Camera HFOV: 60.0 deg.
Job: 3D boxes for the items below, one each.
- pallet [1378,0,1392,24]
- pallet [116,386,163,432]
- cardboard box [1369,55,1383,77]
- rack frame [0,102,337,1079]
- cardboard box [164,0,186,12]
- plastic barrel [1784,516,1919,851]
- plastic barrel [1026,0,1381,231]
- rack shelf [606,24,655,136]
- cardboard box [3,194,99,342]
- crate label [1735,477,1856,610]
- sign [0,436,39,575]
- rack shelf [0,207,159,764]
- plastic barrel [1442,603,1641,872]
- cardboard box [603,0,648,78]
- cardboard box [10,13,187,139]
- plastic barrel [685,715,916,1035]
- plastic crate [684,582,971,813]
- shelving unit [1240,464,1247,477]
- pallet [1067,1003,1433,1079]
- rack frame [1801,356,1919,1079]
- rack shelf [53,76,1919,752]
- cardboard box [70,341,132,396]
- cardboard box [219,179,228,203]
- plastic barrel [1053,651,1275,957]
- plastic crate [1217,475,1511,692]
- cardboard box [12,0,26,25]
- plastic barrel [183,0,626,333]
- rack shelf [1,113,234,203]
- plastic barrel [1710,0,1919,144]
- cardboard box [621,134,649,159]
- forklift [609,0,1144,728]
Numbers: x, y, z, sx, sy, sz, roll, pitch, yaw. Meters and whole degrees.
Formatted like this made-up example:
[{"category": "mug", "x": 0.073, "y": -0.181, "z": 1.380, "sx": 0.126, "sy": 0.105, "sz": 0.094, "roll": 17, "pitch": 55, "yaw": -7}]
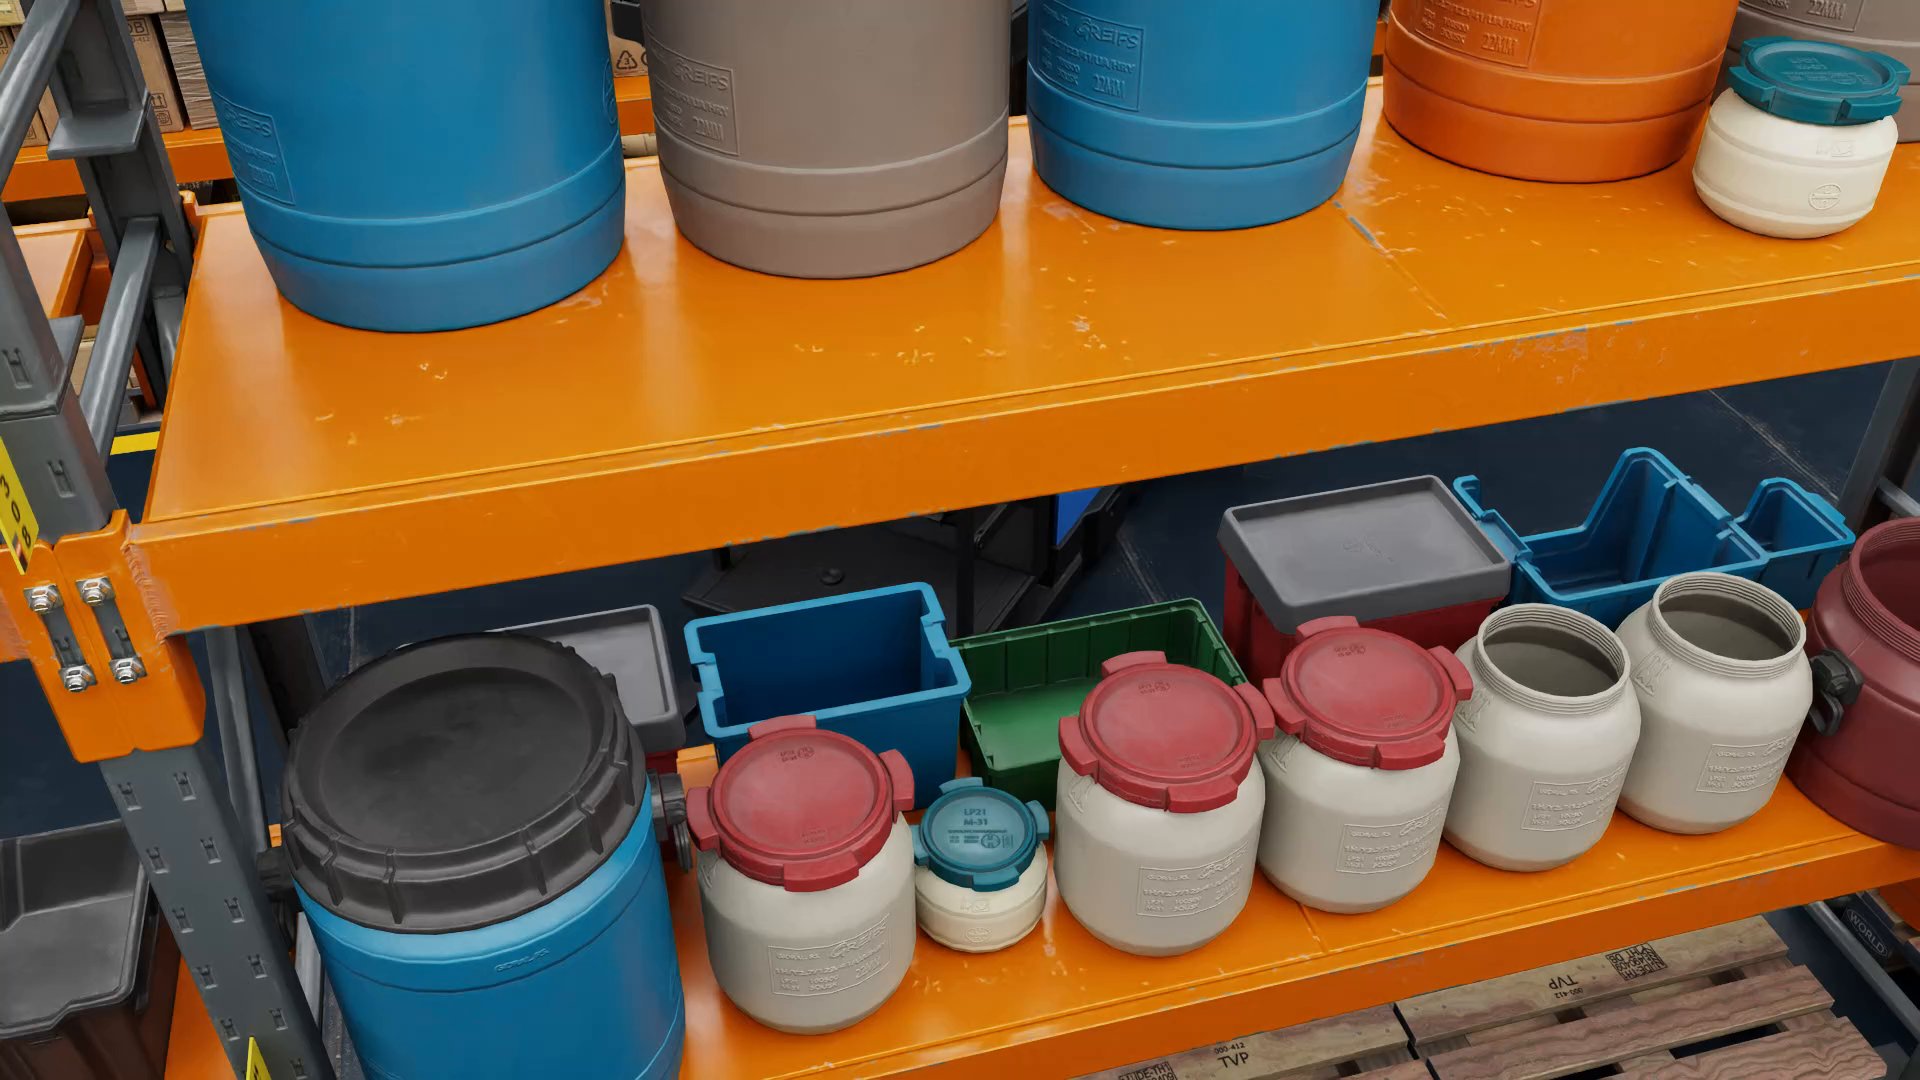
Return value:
[{"category": "pallet", "x": 1.929, "y": -2.856, "z": 8.173, "sx": 1.003, "sy": 0.211, "sz": 1.213, "roll": -9, "pitch": 38, "yaw": -12}, {"category": "pallet", "x": -3.347, "y": -0.941, "z": 7.806, "sx": 1.213, "sy": 0.211, "sz": 1.003, "roll": -9, "pitch": 38, "yaw": -12}, {"category": "cardboard box", "x": 2.188, "y": -2.561, "z": 8.707, "sx": 0.500, "sy": 0.250, "sz": 0.500, "roll": -8, "pitch": 38, "yaw": -10}, {"category": "rack frame", "x": -1.281, "y": 0.756, "z": 3.293, "sx": 0.127, "sy": 3.000, "sz": 1.000, "roll": -9, "pitch": 38, "yaw": -12}, {"category": "cardboard box", "x": -3.014, "y": -2.241, "z": 6.594, "sx": 0.250, "sy": 0.149, "sz": 0.380, "roll": -10, "pitch": 39, "yaw": -13}, {"category": "plastic barrel", "x": 2.212, "y": 0.320, "z": 3.751, "sx": 0.708, "sy": 0.536, "sz": 0.600, "roll": -9, "pitch": 38, "yaw": -12}, {"category": "plastic barrel", "x": 0.417, "y": -1.050, "z": 2.772, "sx": 0.708, "sy": 0.901, "sz": 0.600, "roll": -9, "pitch": 38, "yaw": -12}, {"category": "rack shelf", "x": -0.638, "y": -2.181, "z": 7.724, "sx": 4.000, "sy": 0.370, "sz": 1.077, "roll": -9, "pitch": 38, "yaw": -12}, {"category": "cardboard box", "x": -3.927, "y": -1.167, "z": 7.107, "sx": 0.500, "sy": 0.500, "sz": 0.500, "roll": -9, "pitch": 38, "yaw": -12}, {"category": "crate label", "x": 2.077, "y": 0.036, "z": 4.372, "sx": 0.416, "sy": 0.233, "sz": 0.303, "roll": -9, "pitch": 38, "yaw": -12}, {"category": "sign", "x": -1.148, "y": -0.114, "z": 1.955, "sx": 0.005, "sy": 0.325, "sz": 0.100, "roll": -9, "pitch": 38, "yaw": -12}, {"category": "rack shelf", "x": -3.211, "y": 0.167, "z": 2.186, "sx": 4.000, "sy": 0.370, "sz": 1.077, "roll": -9, "pitch": 38, "yaw": -12}, {"category": "plastic barrel", "x": 1.237, "y": 0.433, "z": 3.623, "sx": 0.421, "sy": 0.512, "sz": 0.421, "roll": 0, "pitch": 37, "yaw": 0}, {"category": "cardboard box", "x": -1.314, "y": -2.385, "z": 7.317, "sx": 0.500, "sy": 0.500, "sz": 0.500, "roll": -7, "pitch": 38, "yaw": -9}, {"category": "cardboard box", "x": -3.503, "y": -2.028, "z": 6.850, "sx": 0.500, "sy": 0.500, "sz": 0.700, "roll": -10, "pitch": 38, "yaw": -12}, {"category": "plastic barrel", "x": -0.300, "y": 0.679, "z": 3.281, "sx": 0.433, "sy": 0.535, "sz": 0.433, "roll": 0, "pitch": 37, "yaw": 0}, {"category": "plastic crate", "x": -0.297, "y": 0.405, "z": 3.765, "sx": 0.575, "sy": 0.384, "sz": 0.392, "roll": -9, "pitch": 38, "yaw": -12}, {"category": "shelving unit", "x": 1.034, "y": -1.267, "z": 6.679, "sx": 0.503, "sy": 2.100, "sz": 0.431, "roll": 12, "pitch": 39, "yaw": 15}, {"category": "pallet", "x": 0.647, "y": 1.521, "z": 4.588, "sx": 1.213, "sy": 0.211, "sz": 1.003, "roll": -9, "pitch": 38, "yaw": -12}, {"category": "rack frame", "x": 2.581, "y": 0.122, "z": 4.121, "sx": 0.127, "sy": 3.000, "sz": 1.000, "roll": -9, "pitch": 38, "yaw": -12}, {"category": "rack shelf", "x": 0.650, "y": -0.466, "z": 3.014, "sx": 4.000, "sy": 0.370, "sz": 1.077, "roll": -9, "pitch": 38, "yaw": -12}, {"category": "cardboard box", "x": -3.923, "y": -0.862, "z": 7.325, "sx": 0.500, "sy": 0.250, "sz": 0.500, "roll": -9, "pitch": 38, "yaw": -12}, {"category": "cardboard box", "x": -3.578, "y": -1.549, "z": 7.606, "sx": 0.500, "sy": 0.500, "sz": 0.500, "roll": -9, "pitch": 38, "yaw": -12}, {"category": "plastic barrel", "x": 0.408, "y": 0.563, "z": 3.433, "sx": 0.433, "sy": 0.535, "sz": 0.433, "roll": 0, "pitch": 37, "yaw": 0}, {"category": "plastic crate", "x": 0.941, "y": 0.174, "z": 4.002, "sx": 0.583, "sy": 0.464, "sz": 0.402, "roll": -9, "pitch": 38, "yaw": -12}, {"category": "cardboard box", "x": -3.520, "y": -2.155, "z": 6.483, "sx": 0.250, "sy": 0.149, "sz": 0.380, "roll": -9, "pitch": 38, "yaw": -12}, {"category": "plastic barrel", "x": -0.846, "y": -0.842, "z": 2.501, "sx": 0.708, "sy": 0.901, "sz": 0.600, "roll": -9, "pitch": 38, "yaw": -12}, {"category": "rack shelf", "x": -4.499, "y": -1.547, "z": 6.896, "sx": 4.000, "sy": 0.370, "sz": 1.077, "roll": -9, "pitch": 38, "yaw": -12}, {"category": "plastic barrel", "x": 1.732, "y": -1.265, "z": 3.054, "sx": 0.600, "sy": 0.901, "sz": 0.600, "roll": 0, "pitch": 37, "yaw": 0}, {"category": "cardboard box", "x": -1.752, "y": -1.766, "z": 8.045, "sx": 0.500, "sy": 0.311, "sz": 0.500, "roll": -8, "pitch": 38, "yaw": -11}, {"category": "forklift", "x": -0.302, "y": -0.788, "z": 5.368, "sx": 1.130, "sy": 2.935, "sz": 3.031, "roll": 17, "pitch": 41, "yaw": 21}]
